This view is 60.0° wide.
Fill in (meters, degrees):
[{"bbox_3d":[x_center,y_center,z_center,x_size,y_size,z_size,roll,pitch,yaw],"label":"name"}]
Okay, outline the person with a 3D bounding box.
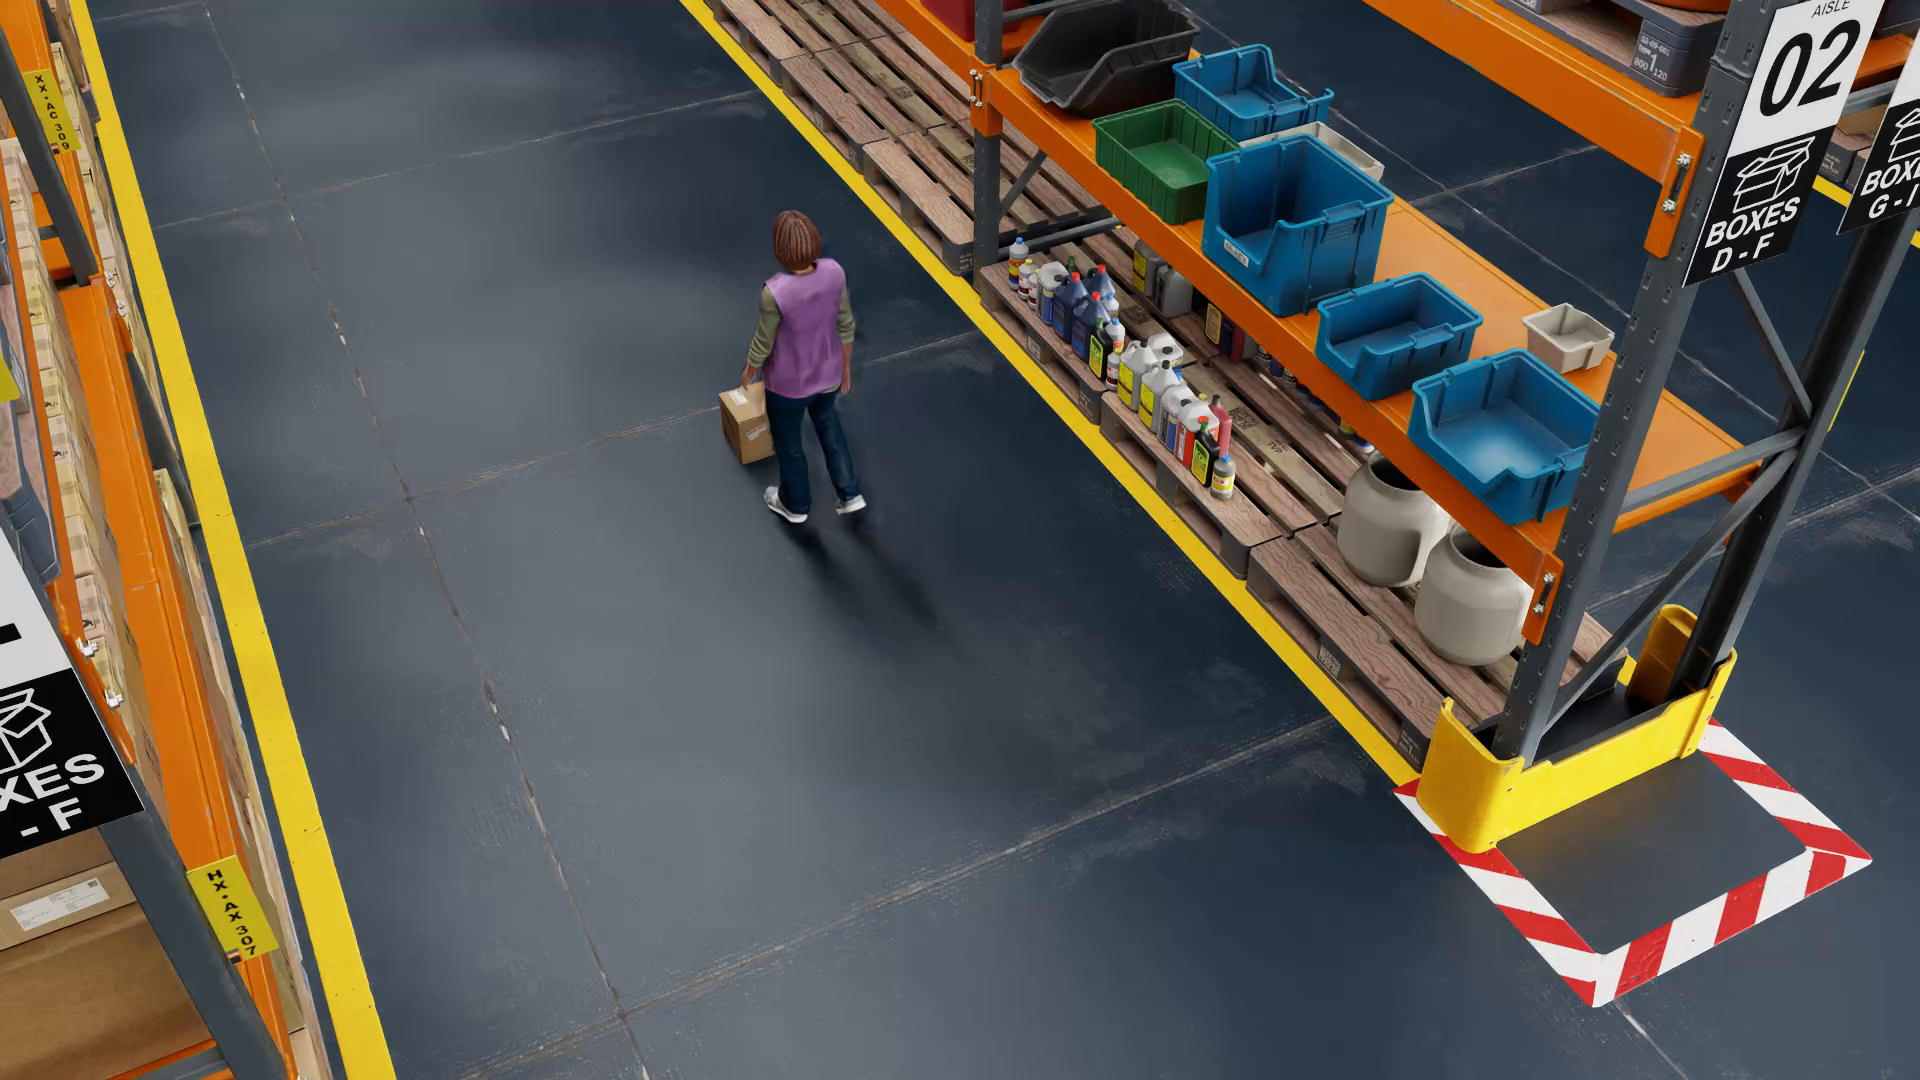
[{"bbox_3d":[-0.672,-0.696,6.915,0.437,1.592,0.486,-26,48,-26],"label":"person"}]
